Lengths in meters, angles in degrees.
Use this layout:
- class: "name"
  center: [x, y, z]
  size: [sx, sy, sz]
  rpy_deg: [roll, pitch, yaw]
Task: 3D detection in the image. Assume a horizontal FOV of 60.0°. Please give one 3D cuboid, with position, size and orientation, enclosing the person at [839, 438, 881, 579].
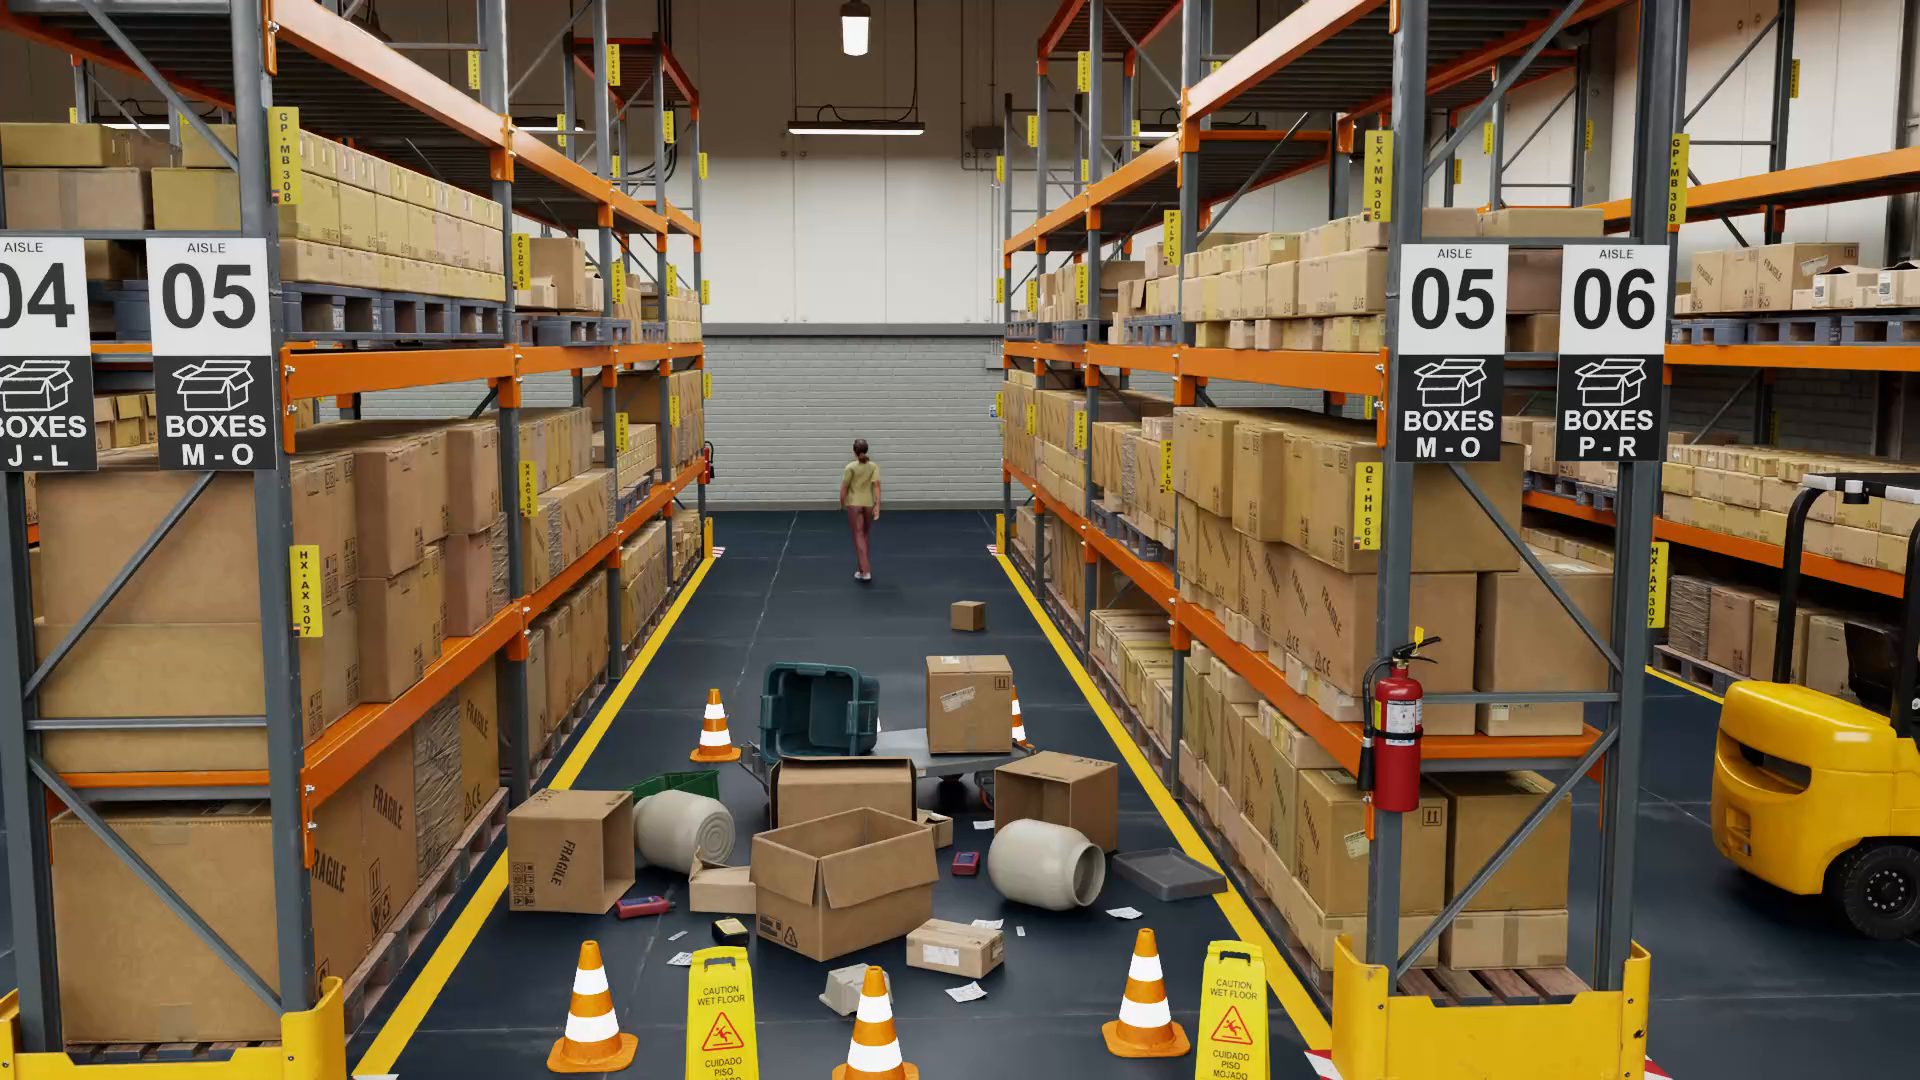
- class: "person"
  center: [-1.214, -0.358, 19.749]
  size: [0.454, 1.703, 0.714]
  rpy_deg: [-3, 8, -25]
